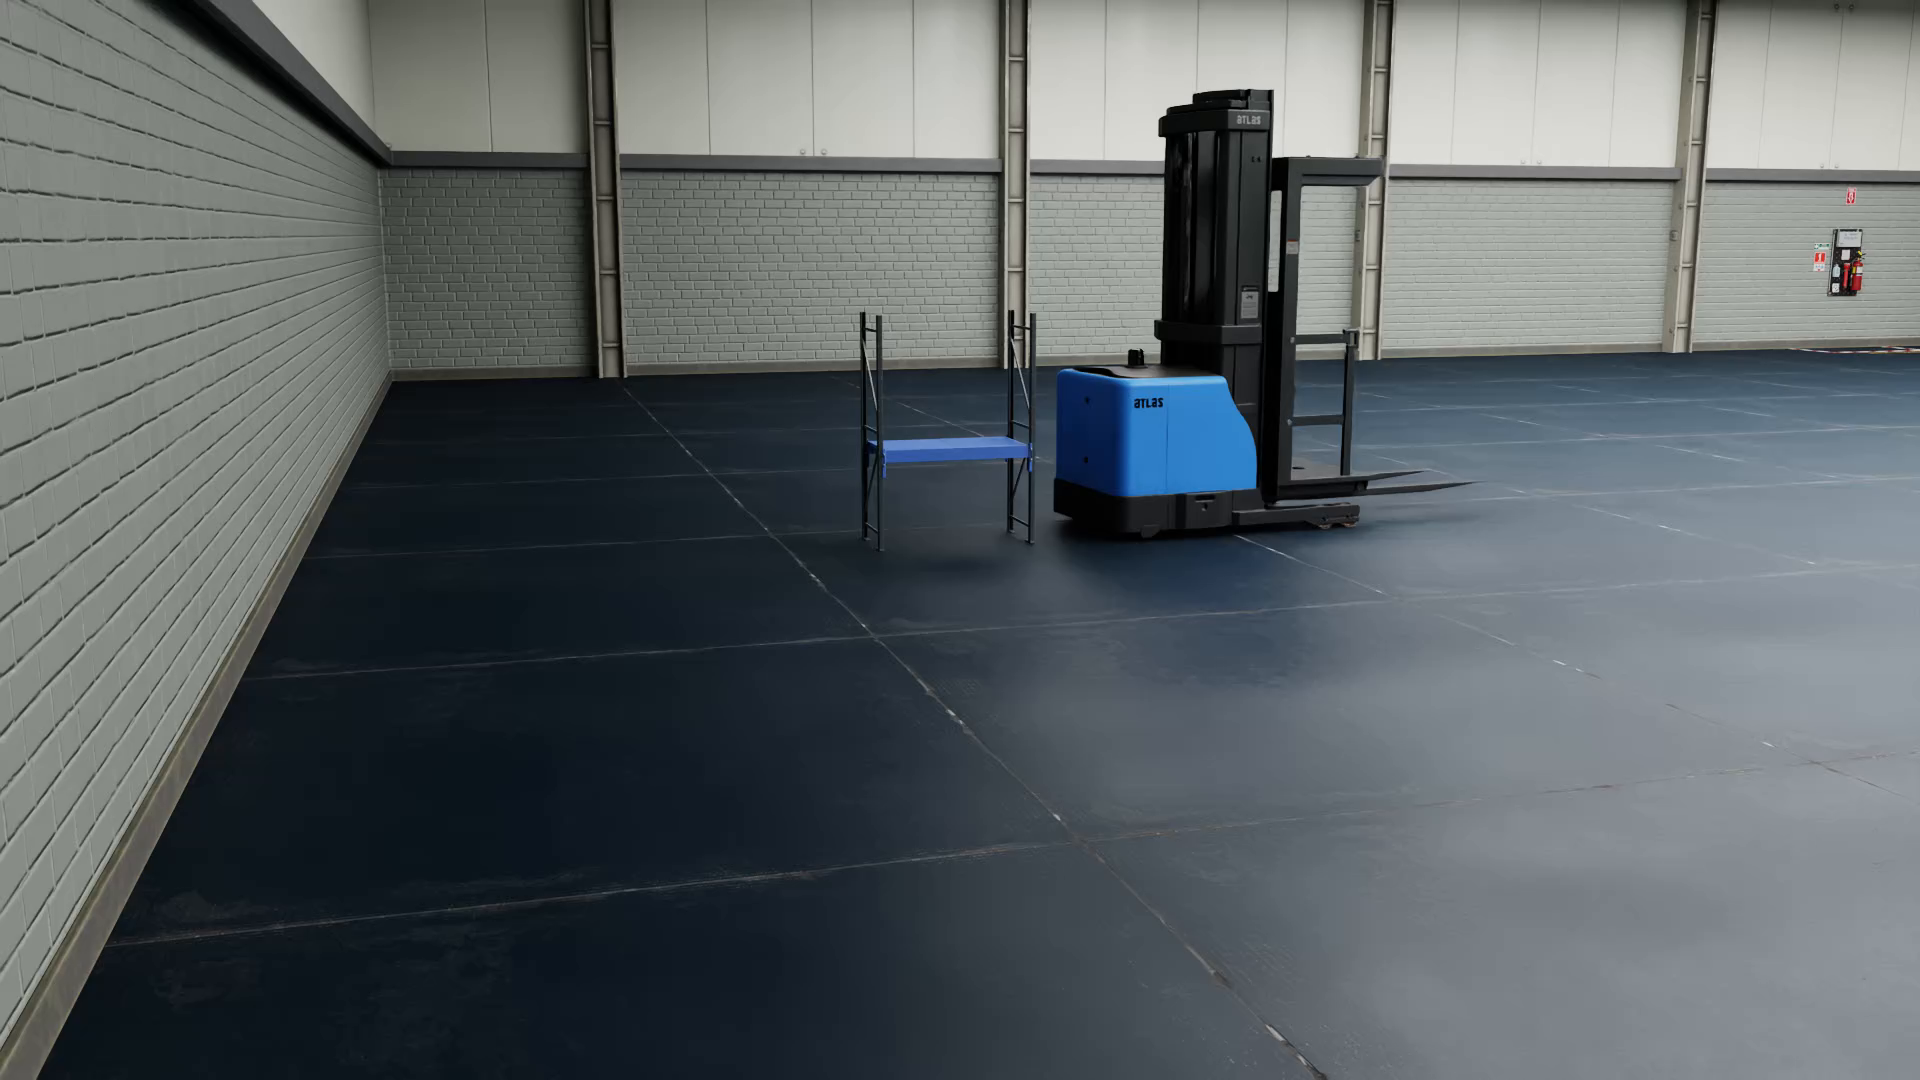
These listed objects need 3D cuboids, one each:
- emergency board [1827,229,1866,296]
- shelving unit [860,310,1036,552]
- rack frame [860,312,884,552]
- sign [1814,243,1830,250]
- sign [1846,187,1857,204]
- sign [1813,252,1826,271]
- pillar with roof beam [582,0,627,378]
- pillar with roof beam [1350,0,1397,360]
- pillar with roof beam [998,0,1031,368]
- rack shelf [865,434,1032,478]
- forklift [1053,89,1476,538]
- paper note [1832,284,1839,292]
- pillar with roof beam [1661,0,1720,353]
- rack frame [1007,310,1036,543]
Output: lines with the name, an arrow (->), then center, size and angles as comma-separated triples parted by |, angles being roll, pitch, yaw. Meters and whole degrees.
emergency board -> 15.708, -4.897, 29.360 | 0.643, 1.169, 0.194 | -3, 11, -16
shelving unit -> -0.082, -0.733, 10.887 | 1.048, 1.500, 0.538 | -3, 11, -16
rack frame -> -0.570, -0.708, 10.747 | 0.032, 1.500, 0.500 | -3, 11, -16
sign -> 15.155, -5.164, 29.248 | 0.331, 0.109, 0.001 | -3, 11, -16
sign -> 15.672, -6.054, 29.242 | 0.199, 0.298, 0.001 | -3, 11, -16
sign -> 15.148, -4.904, 29.303 | 0.234, 0.329, 0.001 | -3, 11, -16
pillar with roof beam -> -3.749, -6.003, 18.798 | 0.400, 9.000, 9.100 | -3, 11, -16
pillar with roof beam -> 7.773, -6.610, 22.097 | 0.400, 9.000, 9.100 | -3, 11, -16
pillar with roof beam -> 2.012, -6.306, 20.448 | 0.400, 9.000, 9.100 | -3, 11, -16
rack shelf -> -0.082, -0.556, 10.920 | 1.000, 0.185, 0.538 | -3, 11, -16
forklift -> 2.231, -1.600, 11.644 | 3.031, 2.935, 1.130 | -4, 11, -21
paper note -> 15.519, -4.467, 29.457 | 0.142, 0.148, 0.016 | -3, 11, -16
pillar with roof beam -> 13.534, -6.914, 23.746 | 0.400, 9.000, 9.100 | -3, 11, -16
rack frame -> 0.406, -0.759, 11.027 | 0.032, 1.500, 0.500 | -3, 11, -16
